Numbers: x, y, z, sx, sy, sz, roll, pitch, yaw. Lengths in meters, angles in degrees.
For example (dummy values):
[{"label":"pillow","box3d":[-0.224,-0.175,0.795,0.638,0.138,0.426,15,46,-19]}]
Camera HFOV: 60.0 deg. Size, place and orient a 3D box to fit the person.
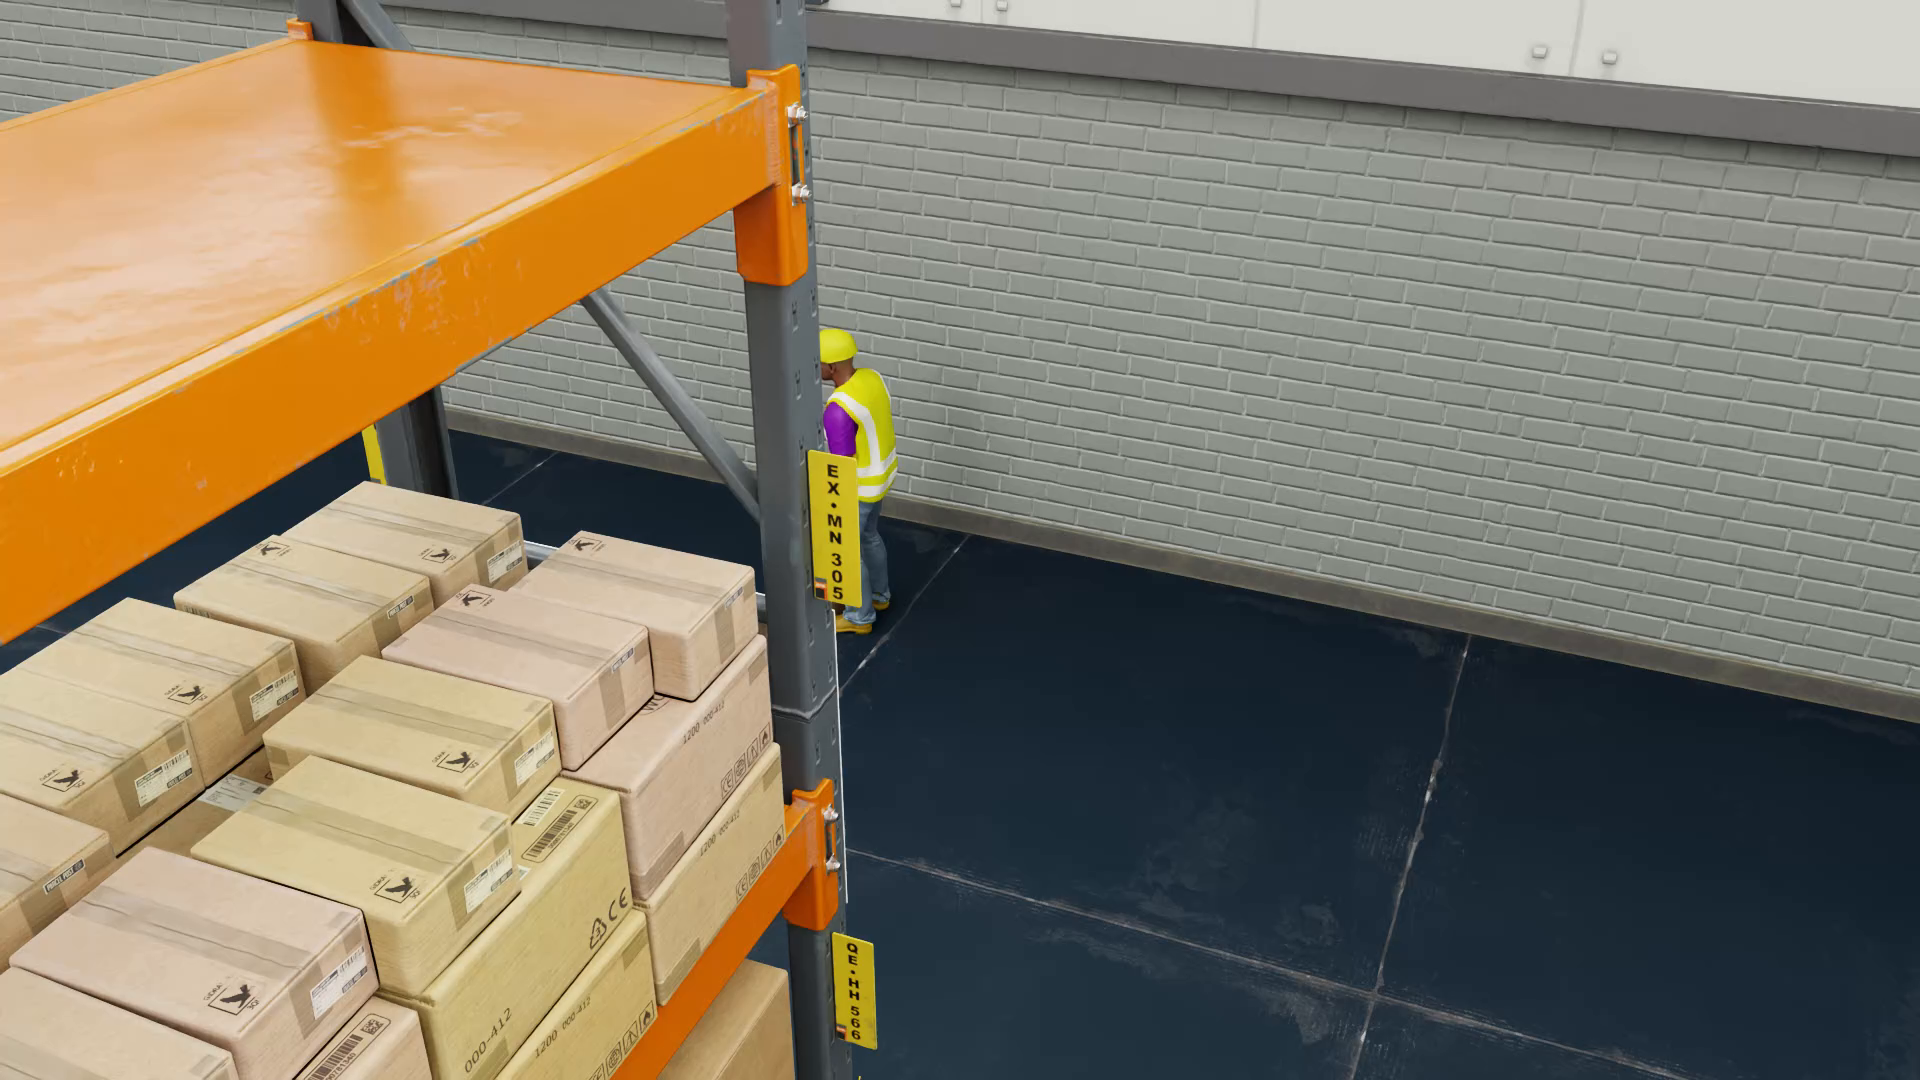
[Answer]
[{"label":"person","box3d":[-0.580,-0.317,8.944,0.461,1.759,0.632,9,31,16]}]
